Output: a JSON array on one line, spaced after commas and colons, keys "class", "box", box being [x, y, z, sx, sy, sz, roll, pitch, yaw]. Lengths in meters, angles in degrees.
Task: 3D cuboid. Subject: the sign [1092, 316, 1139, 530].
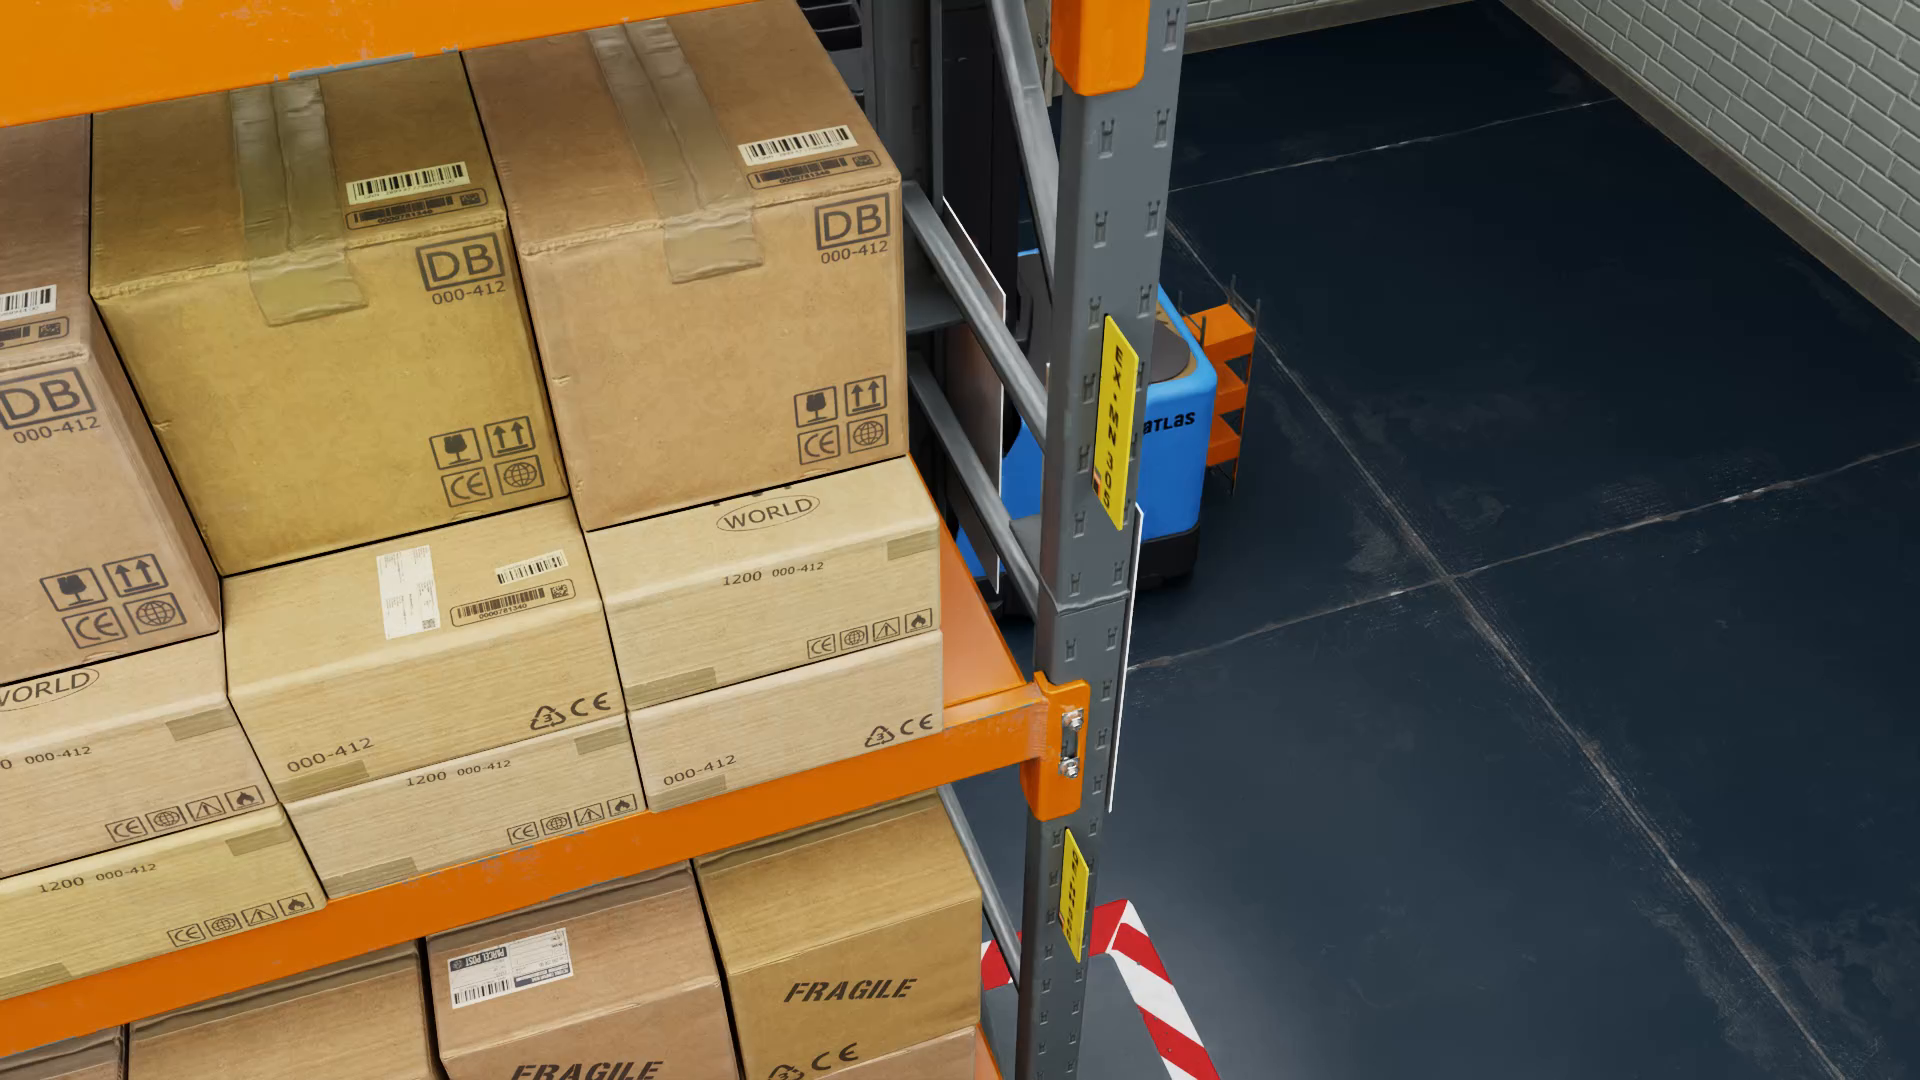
[{"class": "sign", "box": [0.219, -0.161, 2.359, 0.005, 0.325, 0.100, -14, 47, -14]}]

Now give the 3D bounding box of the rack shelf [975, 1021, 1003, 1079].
[{"class": "rack shelf", "box": [-1.832, 1.571, 3.884, 4.000, 0.370, 1.077, -14, 47, -14]}]

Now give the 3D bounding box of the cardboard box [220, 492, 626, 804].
[{"class": "cardboard box", "box": [-0.818, 0.068, 2.509, 0.500, 0.250, 0.500, -14, 47, -14]}]

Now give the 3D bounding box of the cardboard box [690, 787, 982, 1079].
[{"class": "cardboard box", "box": [-0.276, 0.738, 3.429, 0.500, 0.500, 0.500, -15, 47, -14]}]

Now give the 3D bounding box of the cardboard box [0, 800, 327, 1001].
[{"class": "cardboard box", "box": [-1.285, 0.371, 2.560, 0.500, 0.250, 0.500, -14, 47, -14]}]

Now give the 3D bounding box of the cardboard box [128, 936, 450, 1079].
[{"class": "cardboard box", "box": [-1.237, 0.988, 3.180, 0.500, 0.500, 0.500, -13, 47, -13]}]

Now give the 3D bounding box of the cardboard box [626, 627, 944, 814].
[{"class": "cardboard box", "box": [-0.345, 0.129, 2.801, 0.500, 0.250, 0.500, -14, 47, -14]}]

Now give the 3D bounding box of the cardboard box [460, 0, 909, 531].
[{"class": "cardboard box", "box": [-0.429, -0.477, 2.522, 0.500, 0.500, 0.700, -14, 47, -14]}]

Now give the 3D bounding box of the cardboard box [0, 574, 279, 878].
[{"class": "cardboard box", "box": [-1.289, 0.185, 2.392, 0.500, 0.250, 0.500, -14, 47, -14]}]

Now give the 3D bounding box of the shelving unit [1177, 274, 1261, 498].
[{"class": "shelving unit", "box": [1.027, -0.585, 6.897, 0.252, 1.050, 0.215, -19, 47, -17]}]

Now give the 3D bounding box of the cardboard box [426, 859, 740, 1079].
[{"class": "cardboard box", "box": [-0.751, 0.860, 3.308, 0.500, 0.500, 0.500, -13, 47, -13]}]

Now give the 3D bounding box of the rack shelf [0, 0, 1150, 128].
[{"class": "rack shelf", "box": [-1.832, -0.545, 1.760, 4.000, 0.370, 1.077, -14, 47, -14]}]

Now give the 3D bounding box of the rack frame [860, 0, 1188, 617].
[{"class": "rack frame", "box": [0.049, -1.282, 1.983, 0.127, 3.000, 1.000, -14, 47, -14]}]

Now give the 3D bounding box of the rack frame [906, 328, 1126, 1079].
[{"class": "rack frame", "box": [0.049, 0.836, 4.108, 0.127, 3.000, 1.000, -14, 47, -14]}]

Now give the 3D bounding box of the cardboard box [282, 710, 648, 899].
[{"class": "cardboard box", "box": [-0.819, 0.242, 2.688, 0.500, 0.250, 0.500, -14, 47, -14]}]

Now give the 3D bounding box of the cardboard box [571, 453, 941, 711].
[{"class": "cardboard box", "box": [-0.348, -0.053, 2.629, 0.500, 0.250, 0.500, -14, 47, -14]}]

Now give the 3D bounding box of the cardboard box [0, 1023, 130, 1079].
[{"class": "cardboard box", "box": [-1.720, 1.112, 3.057, 0.500, 0.500, 0.500, -13, 47, -13]}]

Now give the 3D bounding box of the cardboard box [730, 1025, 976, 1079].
[{"class": "cardboard box", "box": [-0.280, 1.090, 3.785, 0.500, 0.500, 0.500, -13, 47, -13]}]

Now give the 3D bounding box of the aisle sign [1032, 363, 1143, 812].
[{"class": "aisle sign", "box": [0.217, 0.106, 3.000, 0.004, 0.787, 0.394, -14, 47, -14]}]

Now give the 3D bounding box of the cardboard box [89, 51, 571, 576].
[{"class": "cardboard box", "box": [-0.928, -0.413, 2.458, 0.500, 0.500, 0.700, -14, 47, -14]}]

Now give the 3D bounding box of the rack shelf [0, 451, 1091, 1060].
[{"class": "rack shelf", "box": [-1.832, 0.512, 2.821, 4.000, 0.370, 1.077, -14, 47, -14]}]

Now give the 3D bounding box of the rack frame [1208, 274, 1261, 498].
[{"class": "rack frame", "box": [1.138, -0.622, 6.932, 0.008, 1.050, 0.200, -19, 47, -17]}]

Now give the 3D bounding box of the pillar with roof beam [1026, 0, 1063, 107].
[{"class": "pillar with roof beam", "box": [2.071, -2.938, 3.635, 0.400, 9.000, 9.100, -14, 47, -14]}]

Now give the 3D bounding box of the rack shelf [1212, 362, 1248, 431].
[{"class": "rack shelf", "box": [1.027, -0.577, 6.904, 0.240, 0.259, 0.215, -19, 47, -17]}]

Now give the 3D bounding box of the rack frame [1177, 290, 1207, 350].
[{"class": "rack frame", "box": [0.916, -0.547, 6.861, 0.008, 1.050, 0.200, -19, 47, -17]}]

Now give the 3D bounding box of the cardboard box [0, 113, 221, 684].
[{"class": "cardboard box", "box": [-1.362, -0.221, 2.268, 0.500, 0.500, 0.700, -14, 47, -14]}]

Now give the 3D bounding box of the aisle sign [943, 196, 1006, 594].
[{"class": "aisle sign", "box": [0.013, -0.294, 3.399, 0.004, 0.787, 0.394, -14, 47, -14]}]

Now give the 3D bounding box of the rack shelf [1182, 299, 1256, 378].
[{"class": "rack shelf", "box": [1.023, -0.779, 6.705, 0.240, 0.259, 0.215, -19, 47, -17]}]

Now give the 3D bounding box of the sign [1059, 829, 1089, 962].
[{"class": "sign", "box": [0.219, 0.690, 3.213, 0.005, 0.325, 0.100, -14, 47, -14]}]

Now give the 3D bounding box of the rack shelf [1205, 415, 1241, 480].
[{"class": "rack shelf", "box": [1.031, -0.379, 7.099, 0.240, 0.259, 0.215, -19, 47, -17]}]

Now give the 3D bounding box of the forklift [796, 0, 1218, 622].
[{"class": "forklift", "box": [-0.599, -0.905, 5.892, 3.031, 2.935, 1.130, -12, 46, -12]}]
